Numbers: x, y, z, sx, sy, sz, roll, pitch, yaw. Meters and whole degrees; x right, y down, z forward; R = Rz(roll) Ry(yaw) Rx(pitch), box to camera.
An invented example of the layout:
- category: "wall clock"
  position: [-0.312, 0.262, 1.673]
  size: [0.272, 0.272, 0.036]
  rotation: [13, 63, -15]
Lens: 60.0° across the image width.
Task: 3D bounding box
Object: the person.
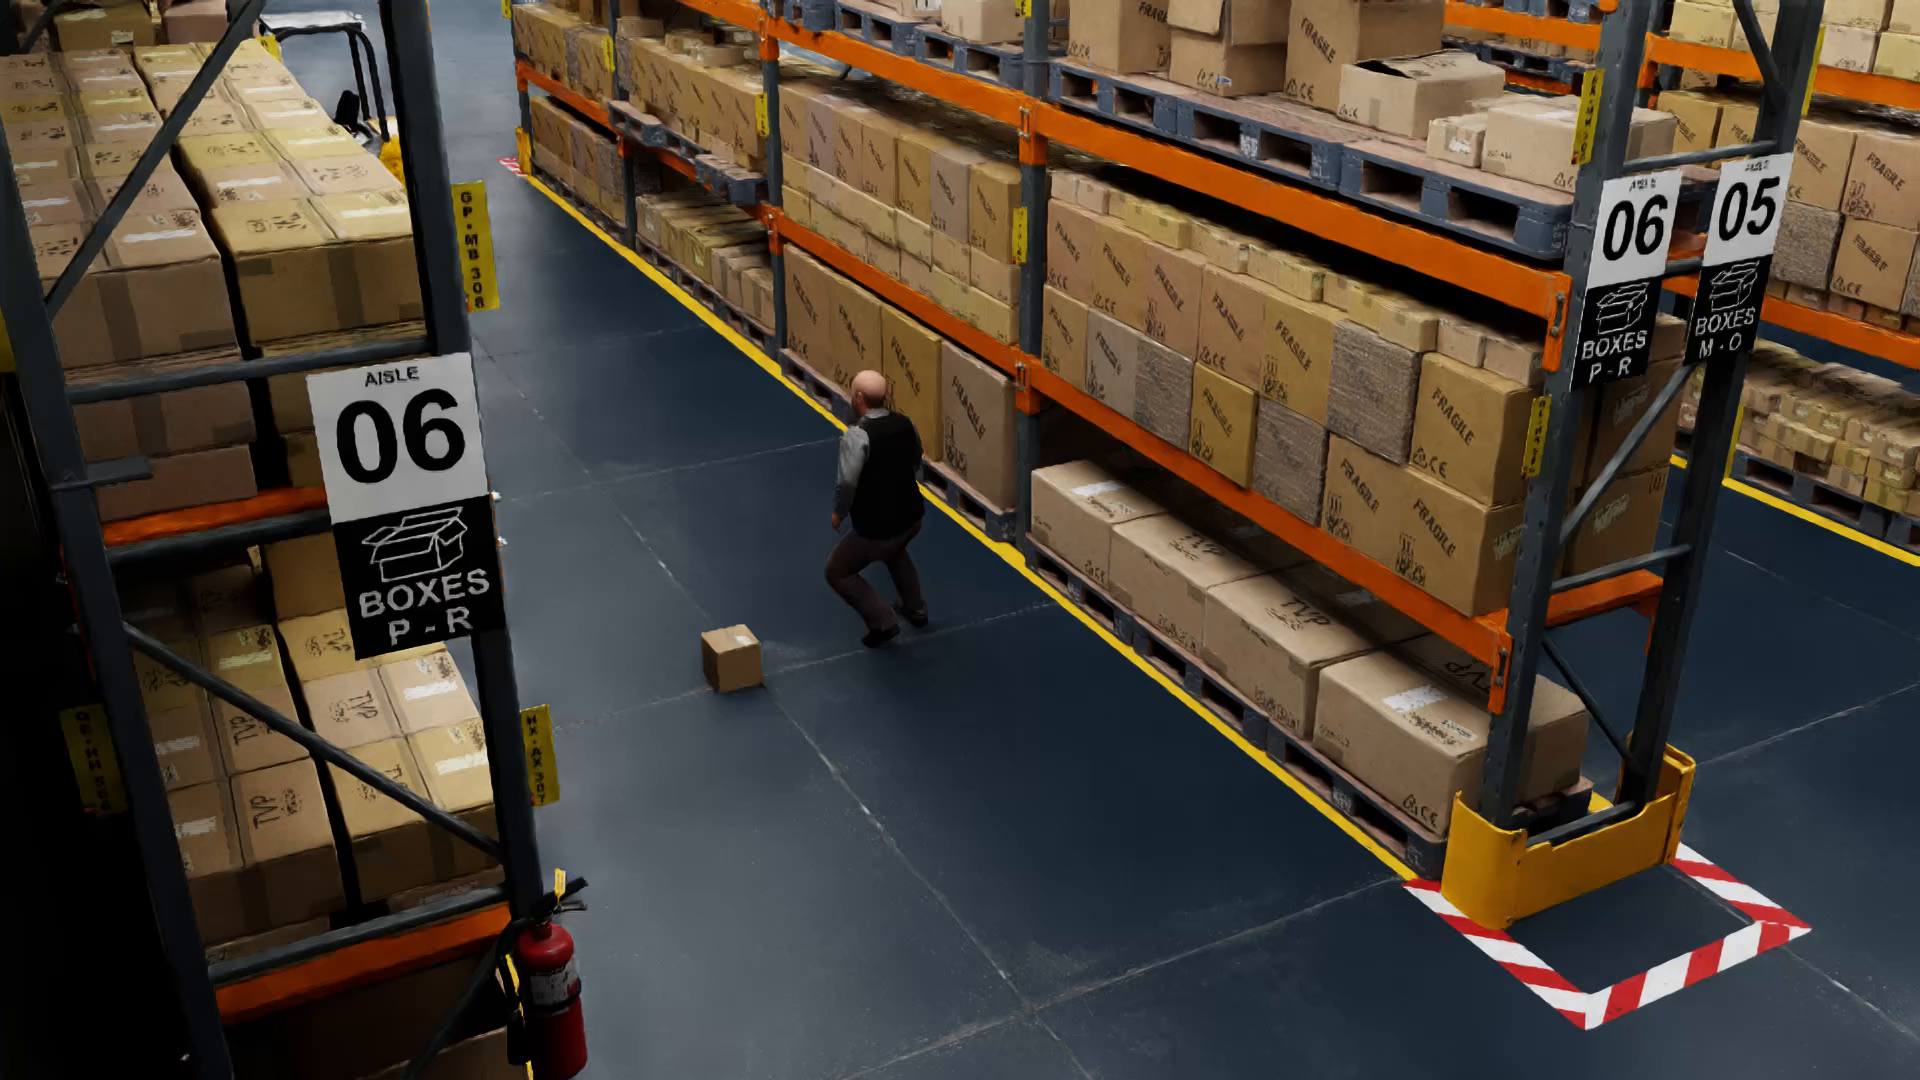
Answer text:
- category: "person"
  position: [-0.418, -0.148, 9.104]
  size: [0.517, 1.657, 0.911]
  rotation: [15, 29, 29]
